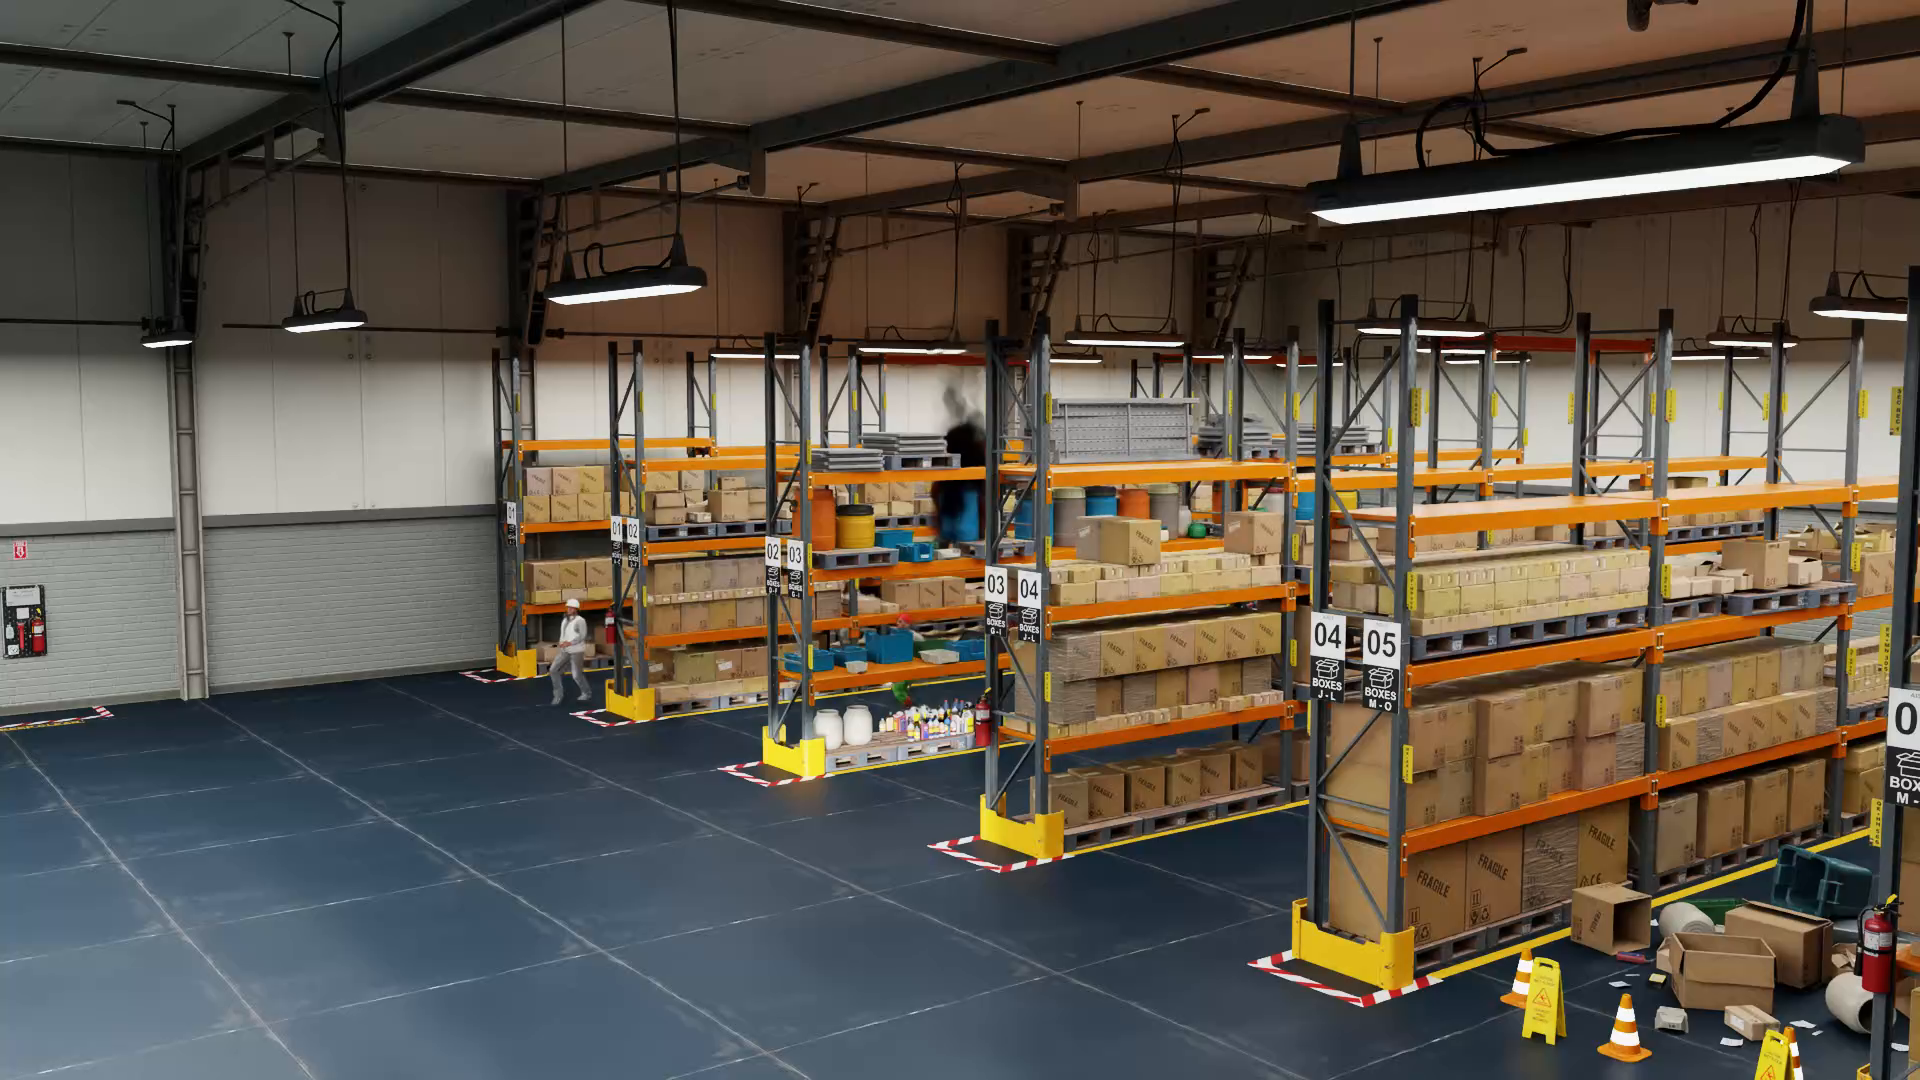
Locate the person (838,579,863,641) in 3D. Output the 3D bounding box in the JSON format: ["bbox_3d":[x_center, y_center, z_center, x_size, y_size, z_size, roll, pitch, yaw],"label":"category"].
[{"bbox_3d":[-2.165,1.540,31.274,0.643,1.761,0.672,-4,6,-39],"label":"person"}]

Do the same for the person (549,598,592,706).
[{"bbox_3d":[-6.451,1.866,27.669,0.661,1.805,0.707,4,6,36],"label":"person"}]

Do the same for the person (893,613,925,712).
[{"bbox_3d":[-0.900,2.011,25.843,0.640,1.759,0.648,-4,6,-38],"label":"person"}]
